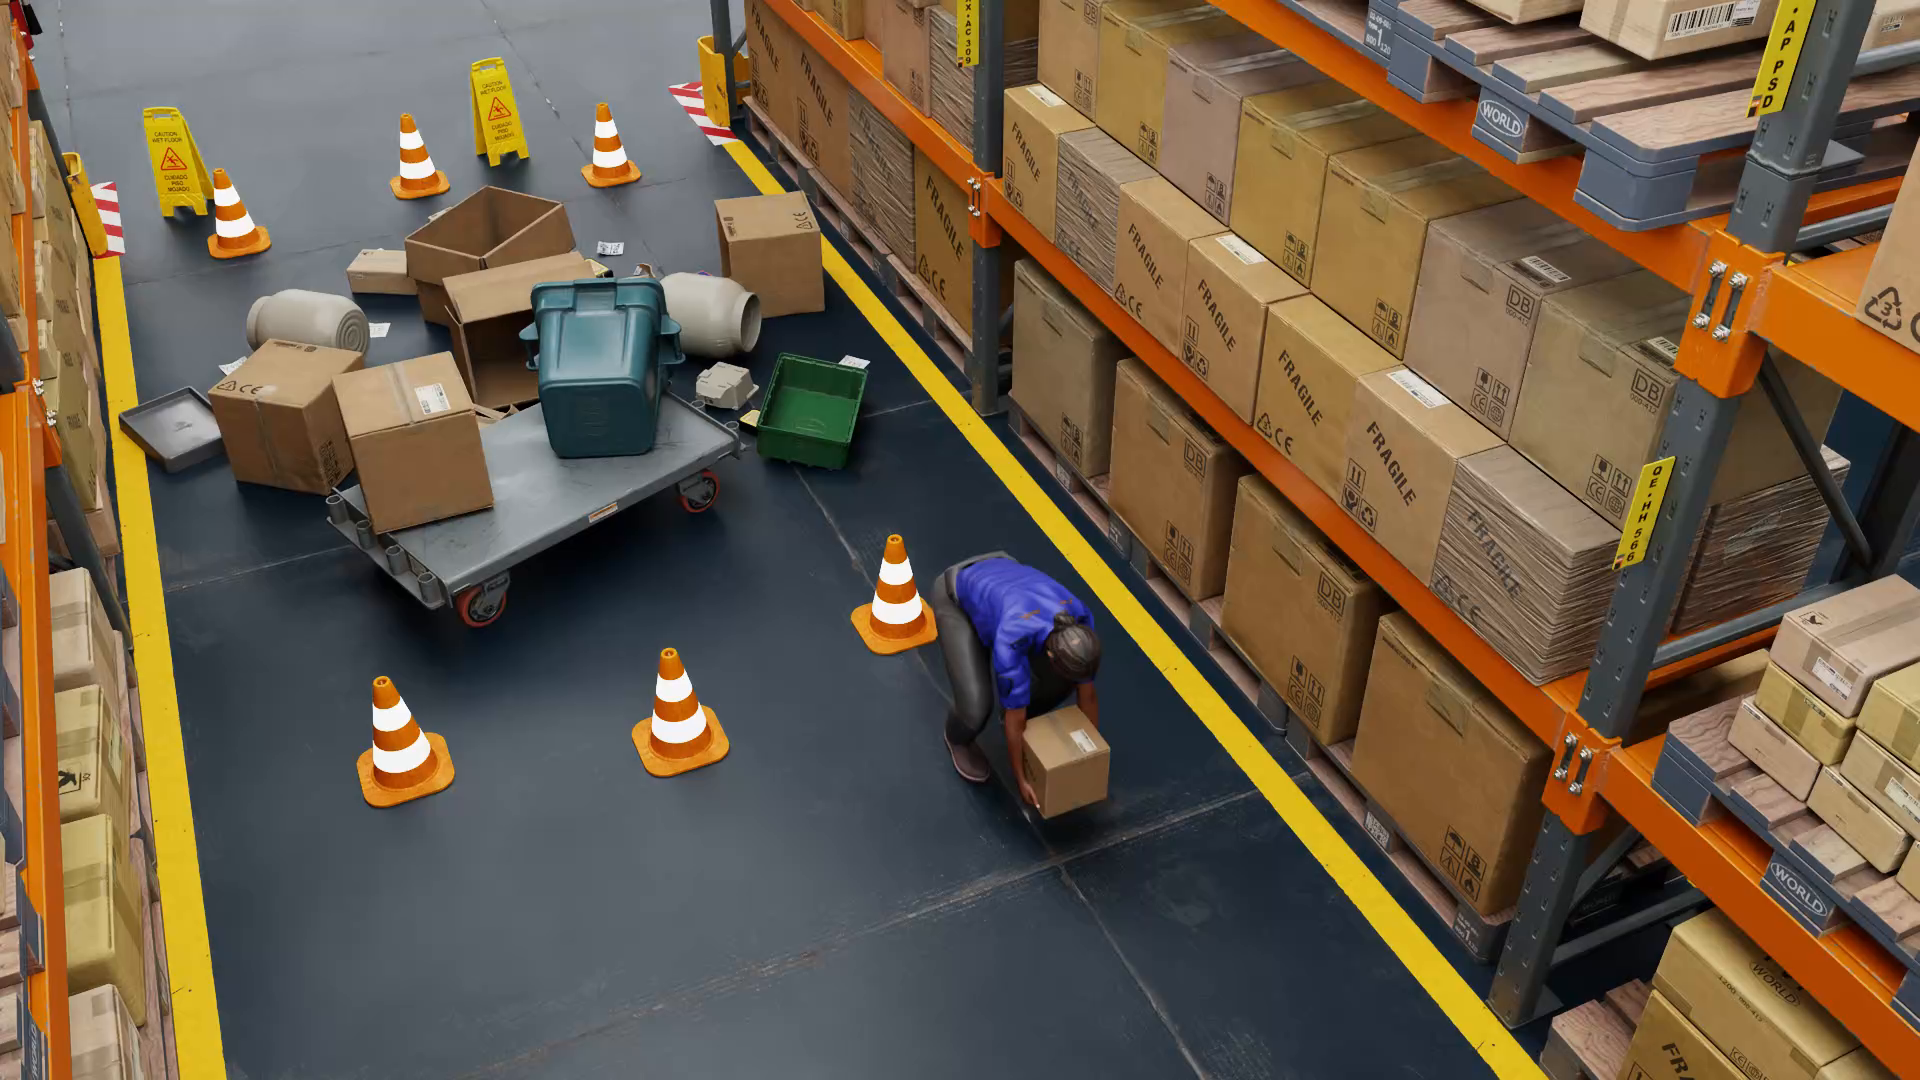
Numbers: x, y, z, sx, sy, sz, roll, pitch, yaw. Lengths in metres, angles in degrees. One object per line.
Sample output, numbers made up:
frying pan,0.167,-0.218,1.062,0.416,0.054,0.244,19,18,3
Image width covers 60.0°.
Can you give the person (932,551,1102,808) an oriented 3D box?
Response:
person,0.218,0.511,6.036,0.465,0.996,0.862,-18,41,-22
